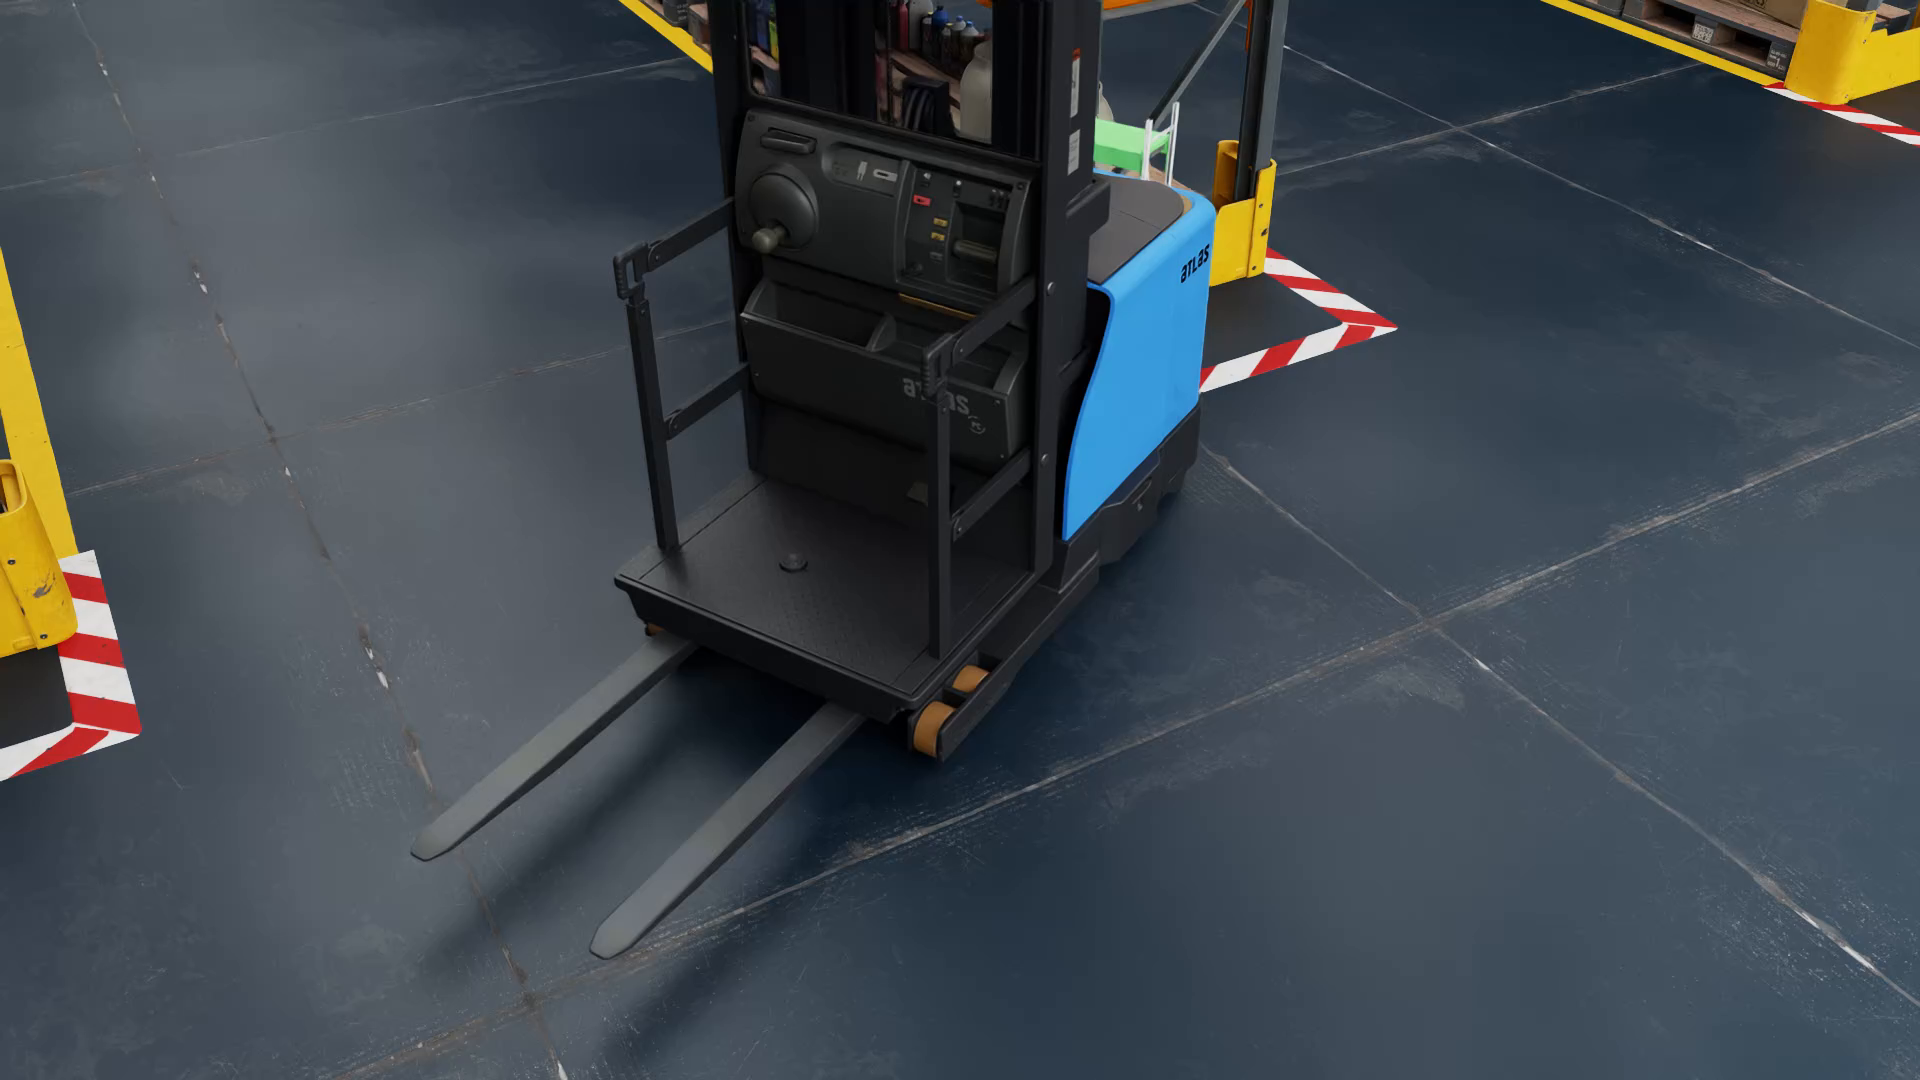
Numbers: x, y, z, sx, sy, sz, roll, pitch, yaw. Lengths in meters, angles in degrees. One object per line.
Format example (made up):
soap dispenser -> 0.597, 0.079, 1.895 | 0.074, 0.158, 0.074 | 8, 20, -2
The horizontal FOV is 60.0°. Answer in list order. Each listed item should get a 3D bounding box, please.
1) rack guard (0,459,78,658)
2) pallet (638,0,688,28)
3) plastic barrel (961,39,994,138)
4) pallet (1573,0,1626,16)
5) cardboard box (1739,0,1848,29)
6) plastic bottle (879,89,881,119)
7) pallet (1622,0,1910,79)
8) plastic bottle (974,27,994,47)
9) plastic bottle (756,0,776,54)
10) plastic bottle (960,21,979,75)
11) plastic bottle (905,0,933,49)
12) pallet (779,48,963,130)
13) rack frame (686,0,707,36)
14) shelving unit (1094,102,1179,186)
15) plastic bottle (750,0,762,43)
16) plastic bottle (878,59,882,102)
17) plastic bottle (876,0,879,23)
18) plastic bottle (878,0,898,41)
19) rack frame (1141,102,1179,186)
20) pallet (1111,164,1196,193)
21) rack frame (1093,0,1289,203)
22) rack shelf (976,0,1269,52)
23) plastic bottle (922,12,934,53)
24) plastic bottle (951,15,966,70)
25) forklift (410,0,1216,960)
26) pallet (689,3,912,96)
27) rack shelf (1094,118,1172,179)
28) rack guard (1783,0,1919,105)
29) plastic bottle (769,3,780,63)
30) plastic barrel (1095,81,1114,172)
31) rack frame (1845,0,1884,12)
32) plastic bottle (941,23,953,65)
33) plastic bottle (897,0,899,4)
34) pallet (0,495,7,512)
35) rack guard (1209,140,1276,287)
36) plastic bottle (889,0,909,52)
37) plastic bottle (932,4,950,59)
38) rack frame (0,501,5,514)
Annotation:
rack guard -> -3.409, 0.193, 5.062 | 1.175, 0.500, 0.348 | -19, 40, -24
pallet -> -1.574, -3.597, 10.496 | 1.003, 0.211, 1.213 | -19, 40, -24
plastic barrel -> 0.215, -2.028, 7.736 | 0.421, 0.512, 0.421 | 0, 36, 0
pallet -> 4.121, -3.721, 10.665 | 1.003, 0.211, 1.213 | -19, 40, -24
cardboard box -> 4.846, -3.246, 9.414 | 0.500, 0.500, 0.500 | -12, 38, -16
plastic bottle -> -0.438, -2.149, 8.148 | 0.097, 0.201, 0.097 | 0, 36, 0
pallet -> 4.730, -3.099, 9.815 | 1.003, 0.211, 1.213 | -19, 40, -24
plastic bottle -> 0.124, -2.513, 8.577 | 0.061, 0.283, 0.133 | -18, 40, -23
plastic bottle -> -1.005, -2.811, 8.929 | 0.144, 0.351, 0.185 | -21, 41, -26
plastic bottle -> 0.050, -2.562, 8.655 | 0.097, 0.271, 0.097 | 0, 36, 0
plastic bottle -> -0.237, -2.822, 9.007 | 0.152, 0.276, 0.135 | -18, 40, -23
pallet -> -0.228, -2.230, 8.625 | 1.003, 0.211, 1.213 | -19, 40, -24
rack frame -> -1.146, -4.334, 9.141 | 1.000, 3.000, 0.127 | -19, 40, -24
shelving unit -> 0.470, -1.046, 6.152 | 0.503, 1.200, 0.258 | 19, 37, 24
plastic bottle -> -1.100, -2.907, 9.061 | 0.144, 0.351, 0.185 | -18, 40, -23
plastic bottle -> -0.450, -2.350, 8.355 | 0.061, 0.283, 0.133 | -19, 40, -24
plastic bottle -> -0.477, -3.101, 9.326 | 0.144, 0.351, 0.185 | -21, 41, -26
plastic bottle -> -0.391, -2.866, 9.061 | 0.061, 0.283, 0.133 | -19, 40, -24
rack frame -> 0.679, -0.972, 6.050 | 0.015, 1.200, 0.240 | 19, 37, 24
pallet -> 0.381, -1.609, 7.774 | 1.003, 0.211, 1.213 | -19, 40, -24
rack frame -> 0.863, -2.294, 6.348 | 1.000, 3.000, 0.127 | -19, 40, -24
rack shelf -> -0.142, -3.024, 7.957 | 1.077, 0.370, 4.000 | -19, 40, -24
plastic bottle -> -0.154, -2.740, 8.958 | 0.097, 0.201, 0.097 | 0, 36, 0
plastic bottle -> -0.001, -2.613, 8.725 | 0.097, 0.271, 0.097 | 0, 36, 0
forklift -> -0.339, -0.859, 4.440 | 1.130, 2.935, 3.031 | 20, 41, 25
pallet -> -0.845, -2.853, 9.478 | 1.003, 0.211, 1.213 | -19, 40, -24
rack shelf -> 0.484, -1.395, 5.925 | 0.480, 0.148, 0.258 | 19, 37, 24
rack guard -> 5.108, -2.791, 9.148 | 1.175, 0.500, 0.348 | -19, 40, -24
plastic bottle -> -0.958, -2.687, 8.816 | 0.061, 0.283, 0.133 | -17, 39, -22
plastic barrel -> 0.467, -1.772, 7.386 | 0.421, 0.512, 0.421 | 0, 36, 0
rack frame -> 5.146, -3.762, 8.358 | 1.000, 3.000, 0.127 | -19, 40, -24
plastic bottle -> -0.050, -2.635, 8.814 | 0.097, 0.201, 0.097 | 0, 36, 0
plastic bottle -> -0.315, -2.937, 9.100 | 0.144, 0.351, 0.185 | -19, 40, -24
pallet -> -3.842, -0.080, 5.680 | 1.003, 0.211, 1.213 | -19, 40, -24
rack guard -> 0.784, -1.310, 7.119 | 1.175, 0.500, 0.348 | -19, 40, -24
plastic bottle -> -0.328, -2.793, 8.961 | 0.061, 0.283, 0.133 | -19, 40, -24
plastic bottle -> -0.102, -2.716, 8.866 | 0.097, 0.271, 0.097 | 0, 36, 0
rack frame -> -3.421, -0.828, 4.341 | 1.000, 3.000, 0.127 | -19, 40, -24
